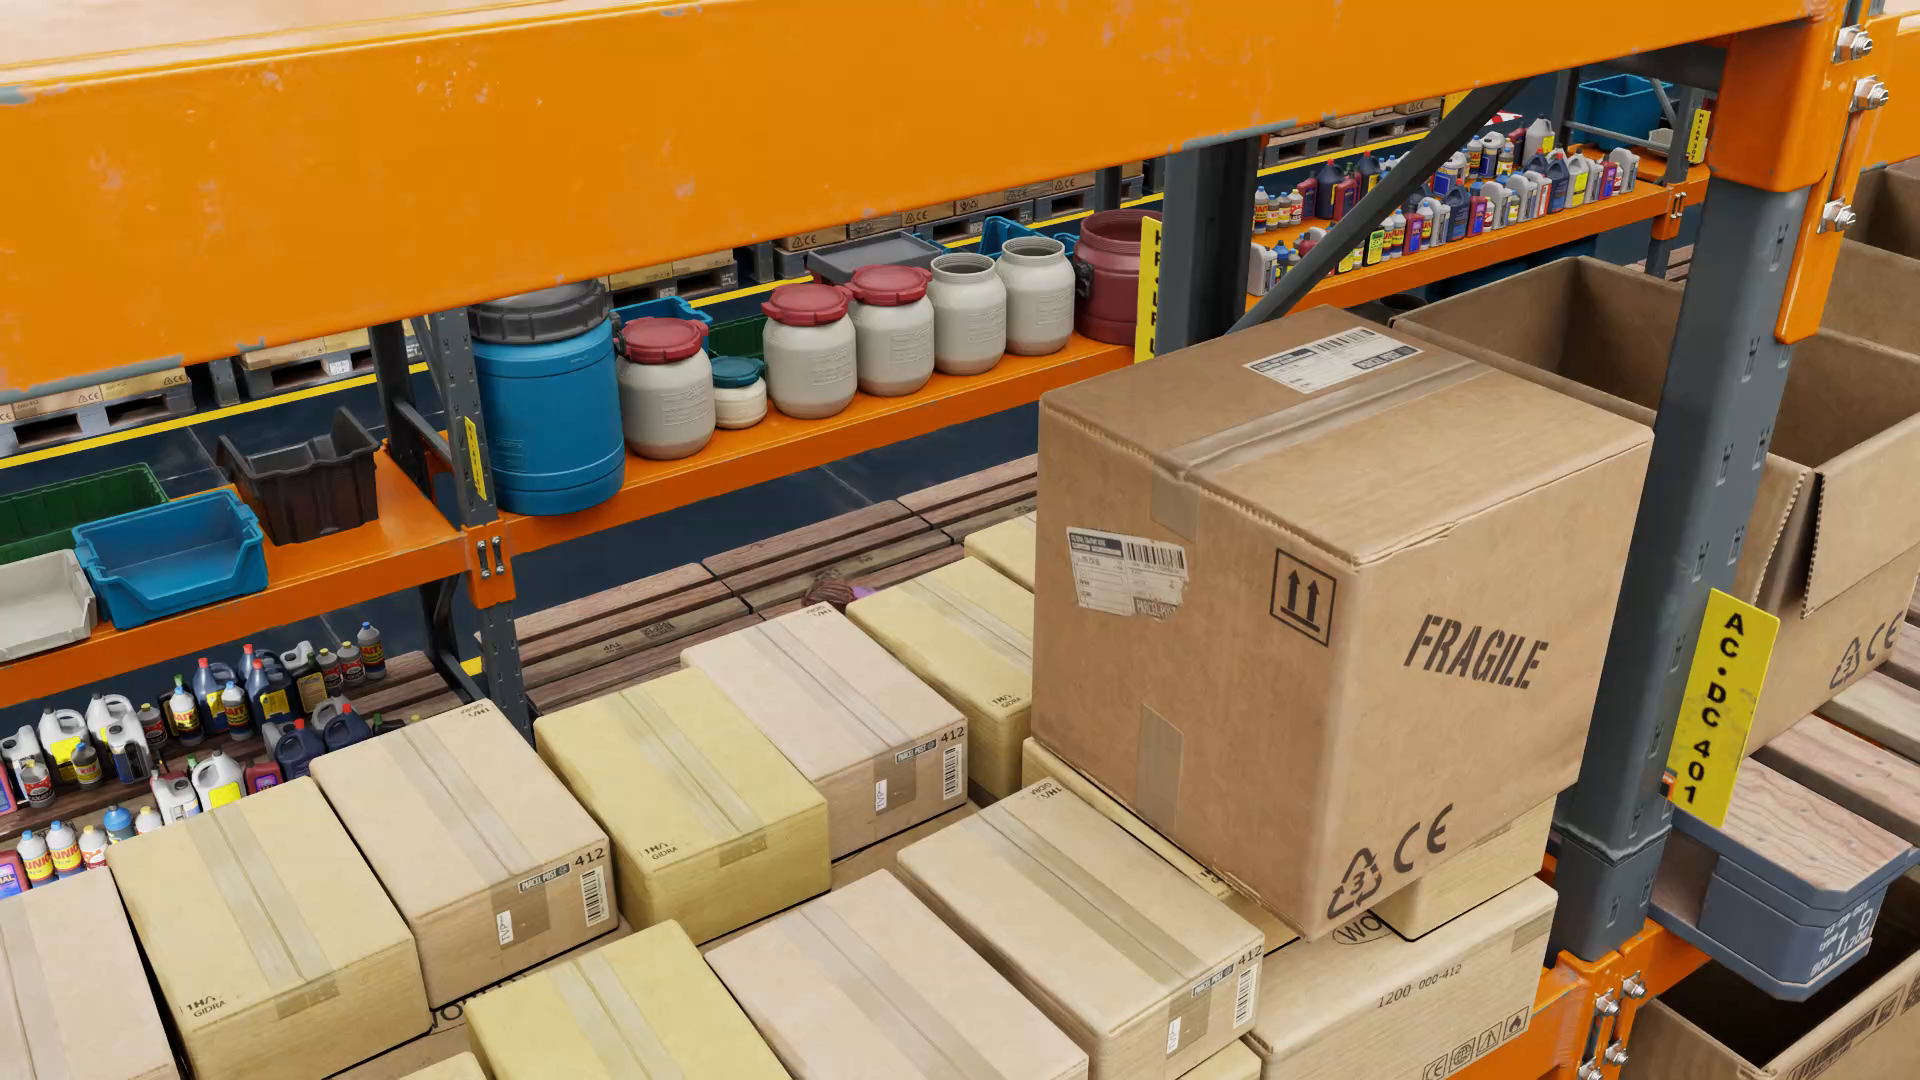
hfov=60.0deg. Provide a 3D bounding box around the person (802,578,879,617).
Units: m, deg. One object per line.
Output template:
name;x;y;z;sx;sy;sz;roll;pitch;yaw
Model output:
person;-0.327;0.618;6.945;0.708;1.190;0.464;-19;34;-30
